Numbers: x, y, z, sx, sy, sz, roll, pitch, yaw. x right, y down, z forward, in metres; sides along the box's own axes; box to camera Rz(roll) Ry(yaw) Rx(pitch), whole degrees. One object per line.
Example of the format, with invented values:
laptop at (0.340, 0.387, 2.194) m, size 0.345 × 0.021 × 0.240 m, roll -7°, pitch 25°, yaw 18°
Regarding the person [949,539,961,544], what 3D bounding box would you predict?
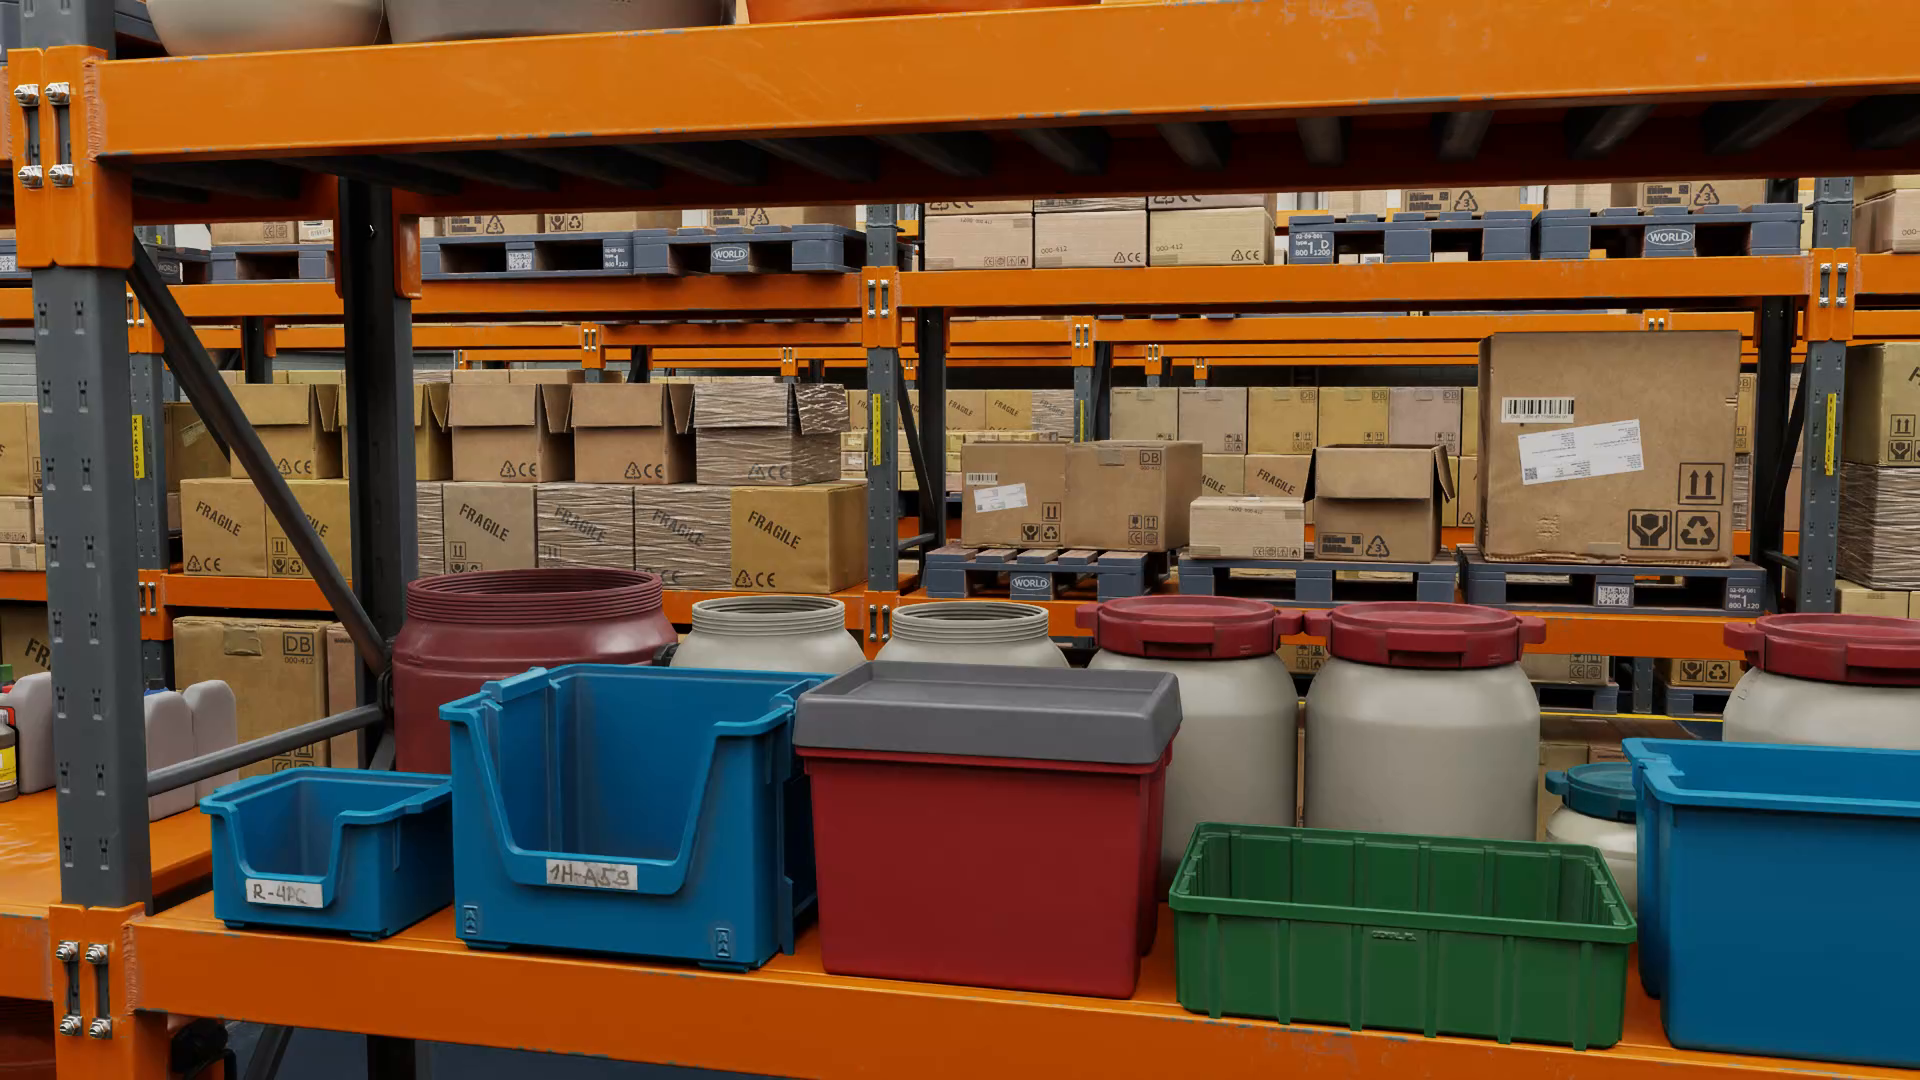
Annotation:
person at (0.146, -0.014, 16.397) m, size 0.563 × 1.667 × 0.463 m, roll 1°, pitch 5°, yaw 11°
